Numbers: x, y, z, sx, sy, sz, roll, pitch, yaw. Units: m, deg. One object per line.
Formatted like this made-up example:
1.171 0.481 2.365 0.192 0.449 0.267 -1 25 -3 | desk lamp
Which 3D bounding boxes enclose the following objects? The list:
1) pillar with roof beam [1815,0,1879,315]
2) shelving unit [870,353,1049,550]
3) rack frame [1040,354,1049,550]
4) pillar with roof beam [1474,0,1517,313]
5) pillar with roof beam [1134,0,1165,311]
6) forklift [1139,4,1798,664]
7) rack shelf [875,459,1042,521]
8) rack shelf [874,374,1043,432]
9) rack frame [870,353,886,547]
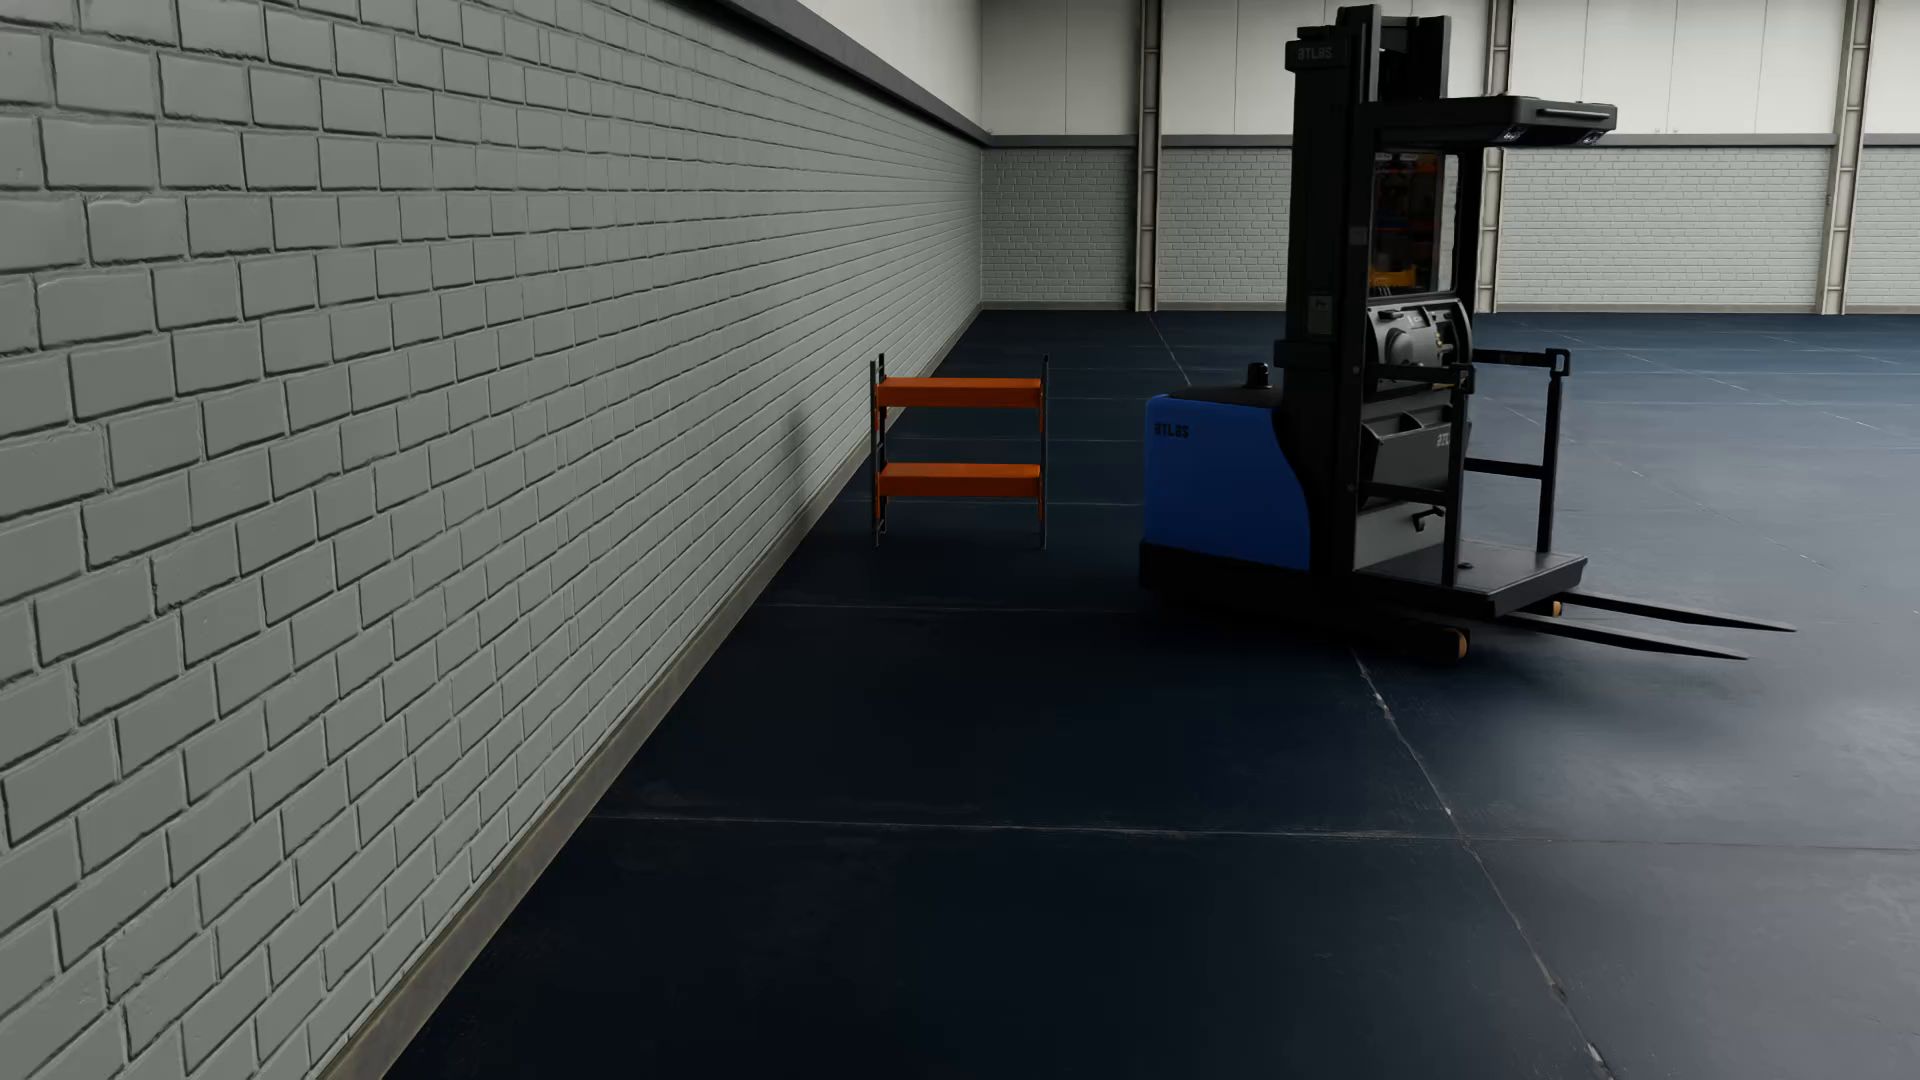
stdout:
15.048 -7.514 24.211 0.400 9.000 9.100 1 12 4 | pillar with roof beam
0.007 -0.550 10.152 1.048 1.125 0.538 1 12 4 | shelving unit
0.514 -0.544 10.119 0.032 1.125 0.500 1 12 4 | rack frame
9.062 -7.596 24.604 0.400 9.000 9.100 1 12 4 | pillar with roof beam
3.075 -7.678 24.996 0.400 9.000 9.100 1 12 4 | pillar with roof beam
2.361 -0.990 7.841 3.031 2.935 1.130 11 16 42 | forklift
0.007 -0.311 10.203 1.000 0.278 0.538 1 12 4 | rack shelf
0.007 -0.837 10.093 1.000 0.278 0.538 1 12 4 | rack shelf
-0.500 -0.557 10.186 0.032 1.125 0.500 1 12 4 | rack frame
